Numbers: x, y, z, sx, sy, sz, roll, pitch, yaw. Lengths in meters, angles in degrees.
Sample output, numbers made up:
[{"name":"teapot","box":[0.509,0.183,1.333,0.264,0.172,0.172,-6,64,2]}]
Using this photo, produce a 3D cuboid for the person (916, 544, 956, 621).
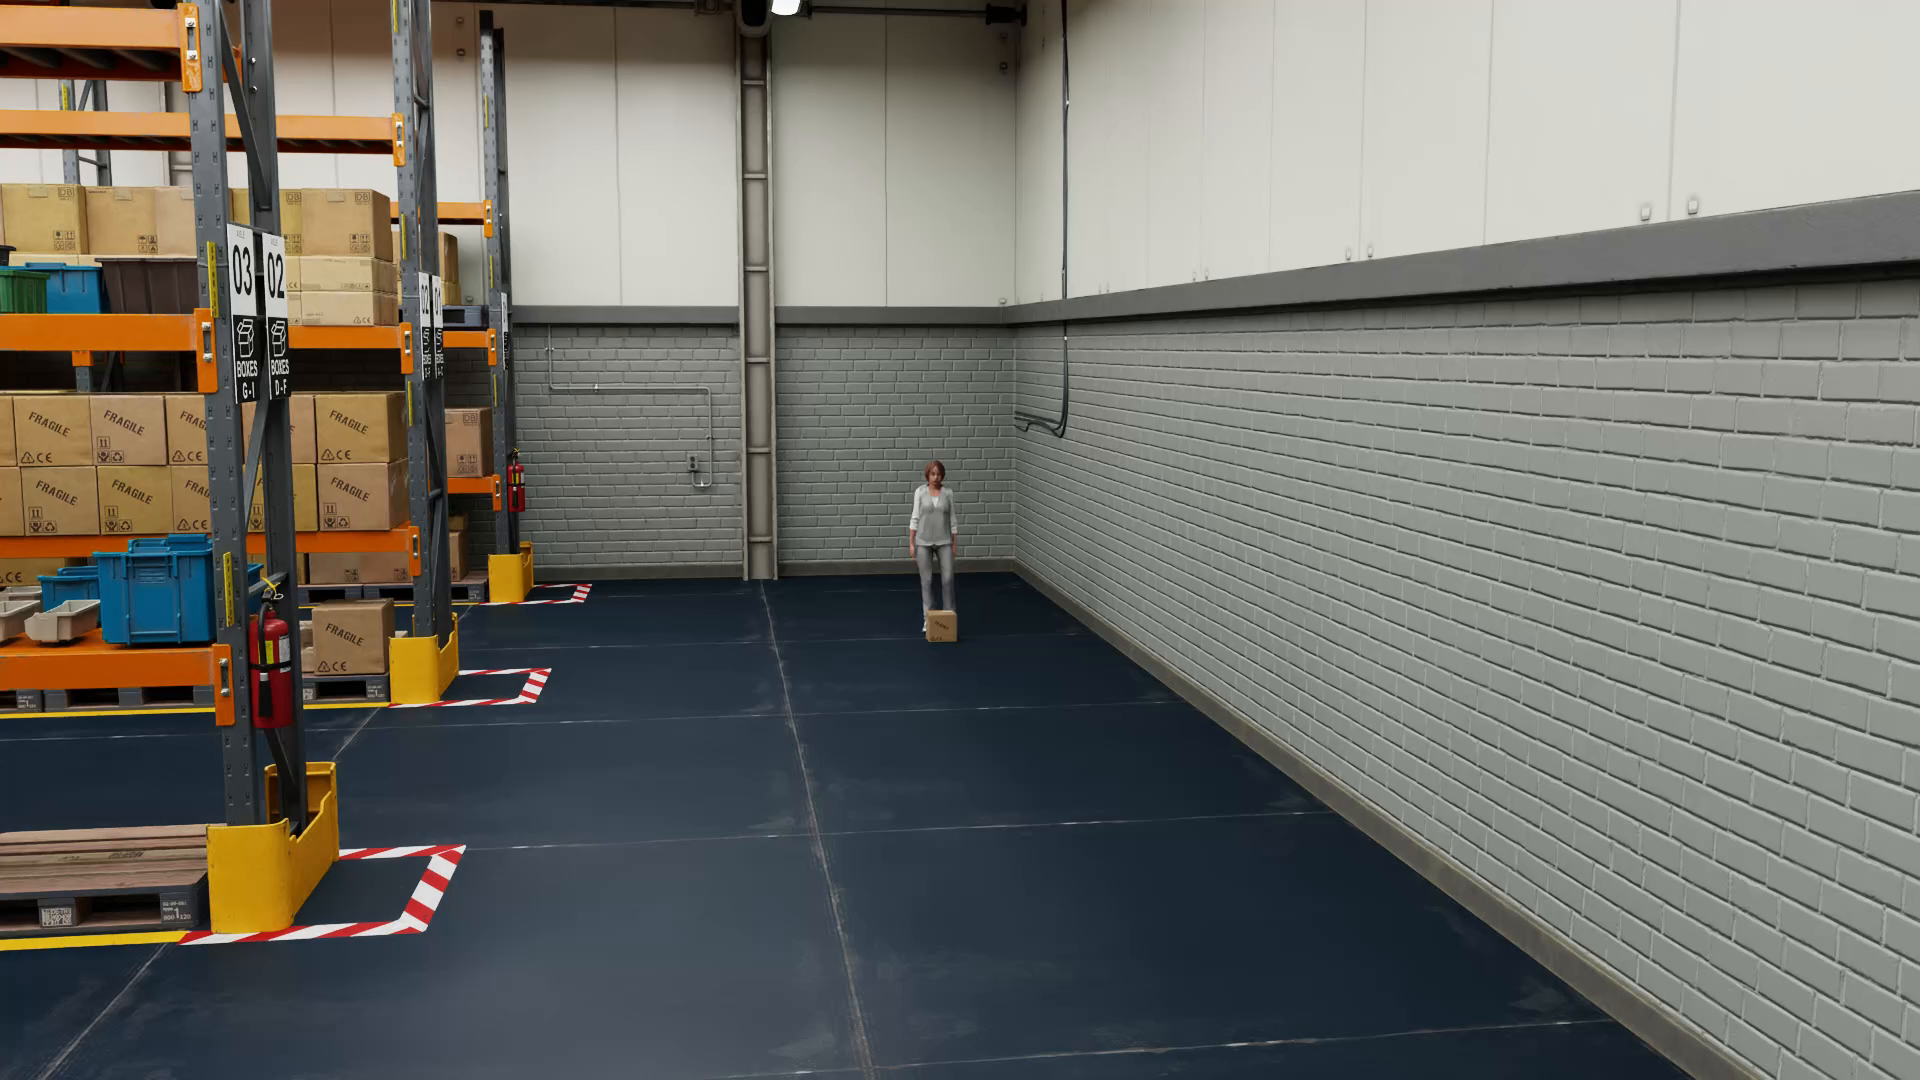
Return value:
[{"name":"person","box":[-0.219,0.355,15.549,0.383,0.848,0.298,0,7,-3]}]
